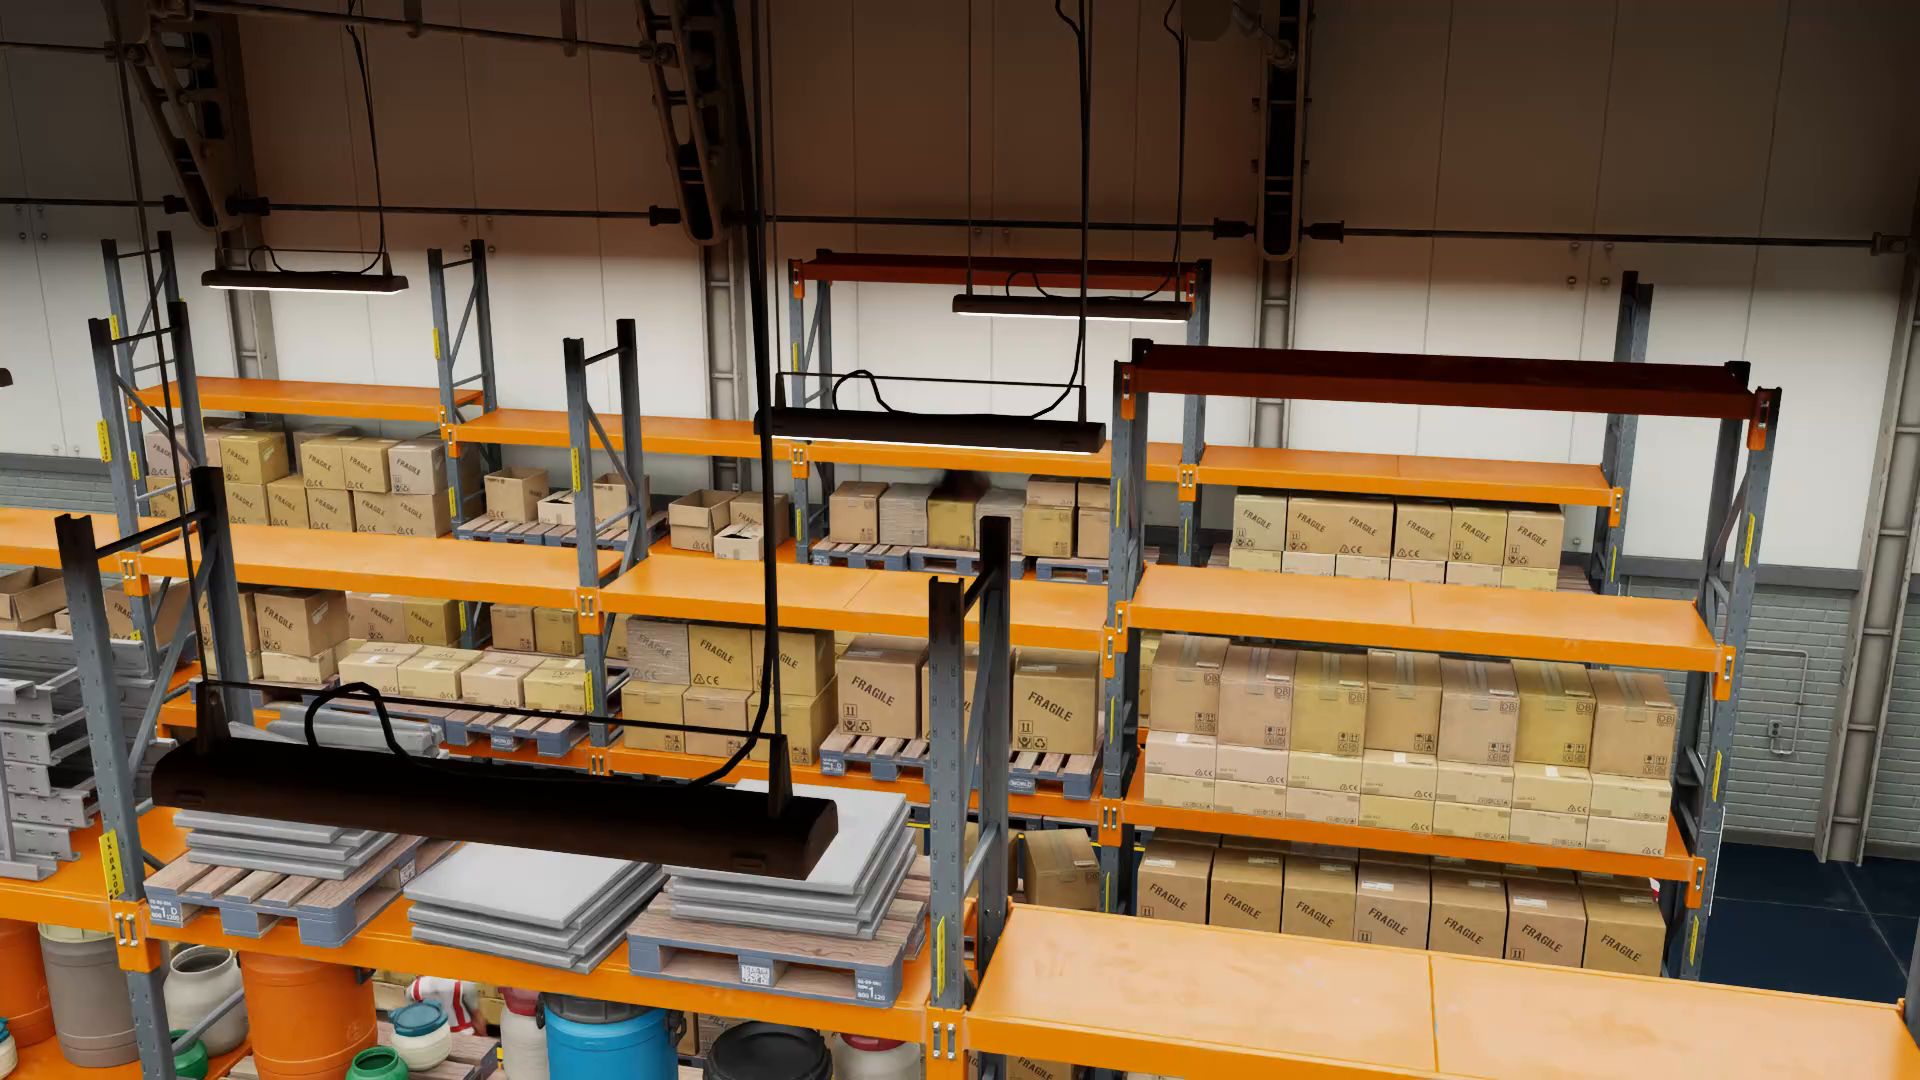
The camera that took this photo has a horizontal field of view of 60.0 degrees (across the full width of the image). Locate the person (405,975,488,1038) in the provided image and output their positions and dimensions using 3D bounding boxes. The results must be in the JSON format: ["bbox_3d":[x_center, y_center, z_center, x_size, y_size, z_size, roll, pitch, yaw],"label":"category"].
[{"bbox_3d":[-3.776,3.752,12.334,0.608,1.795,0.358,-5,17,-16],"label":"person"}]
